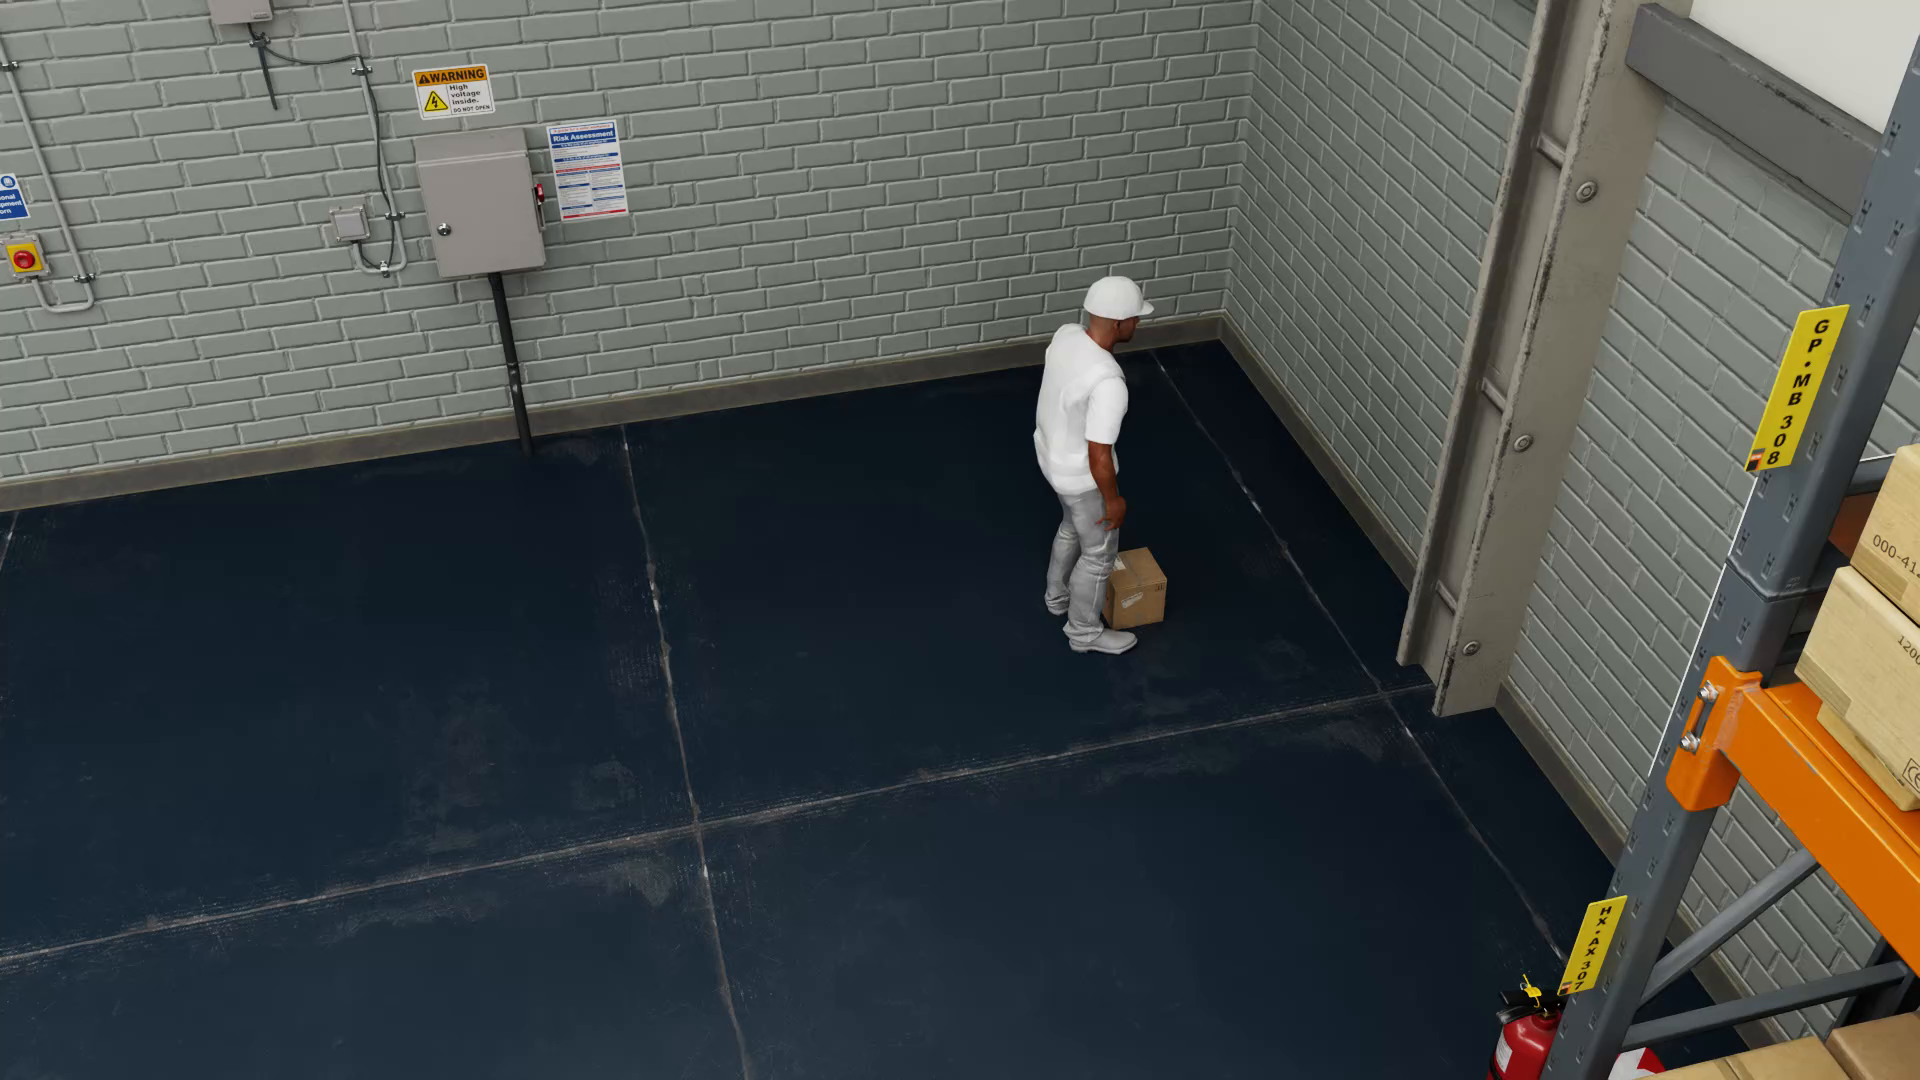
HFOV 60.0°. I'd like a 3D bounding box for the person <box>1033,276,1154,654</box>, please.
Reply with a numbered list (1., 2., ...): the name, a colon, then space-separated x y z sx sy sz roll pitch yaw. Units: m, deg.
1. person: 0.561 -0.322 7.113 0.461 1.760 0.625 -10 39 -12
